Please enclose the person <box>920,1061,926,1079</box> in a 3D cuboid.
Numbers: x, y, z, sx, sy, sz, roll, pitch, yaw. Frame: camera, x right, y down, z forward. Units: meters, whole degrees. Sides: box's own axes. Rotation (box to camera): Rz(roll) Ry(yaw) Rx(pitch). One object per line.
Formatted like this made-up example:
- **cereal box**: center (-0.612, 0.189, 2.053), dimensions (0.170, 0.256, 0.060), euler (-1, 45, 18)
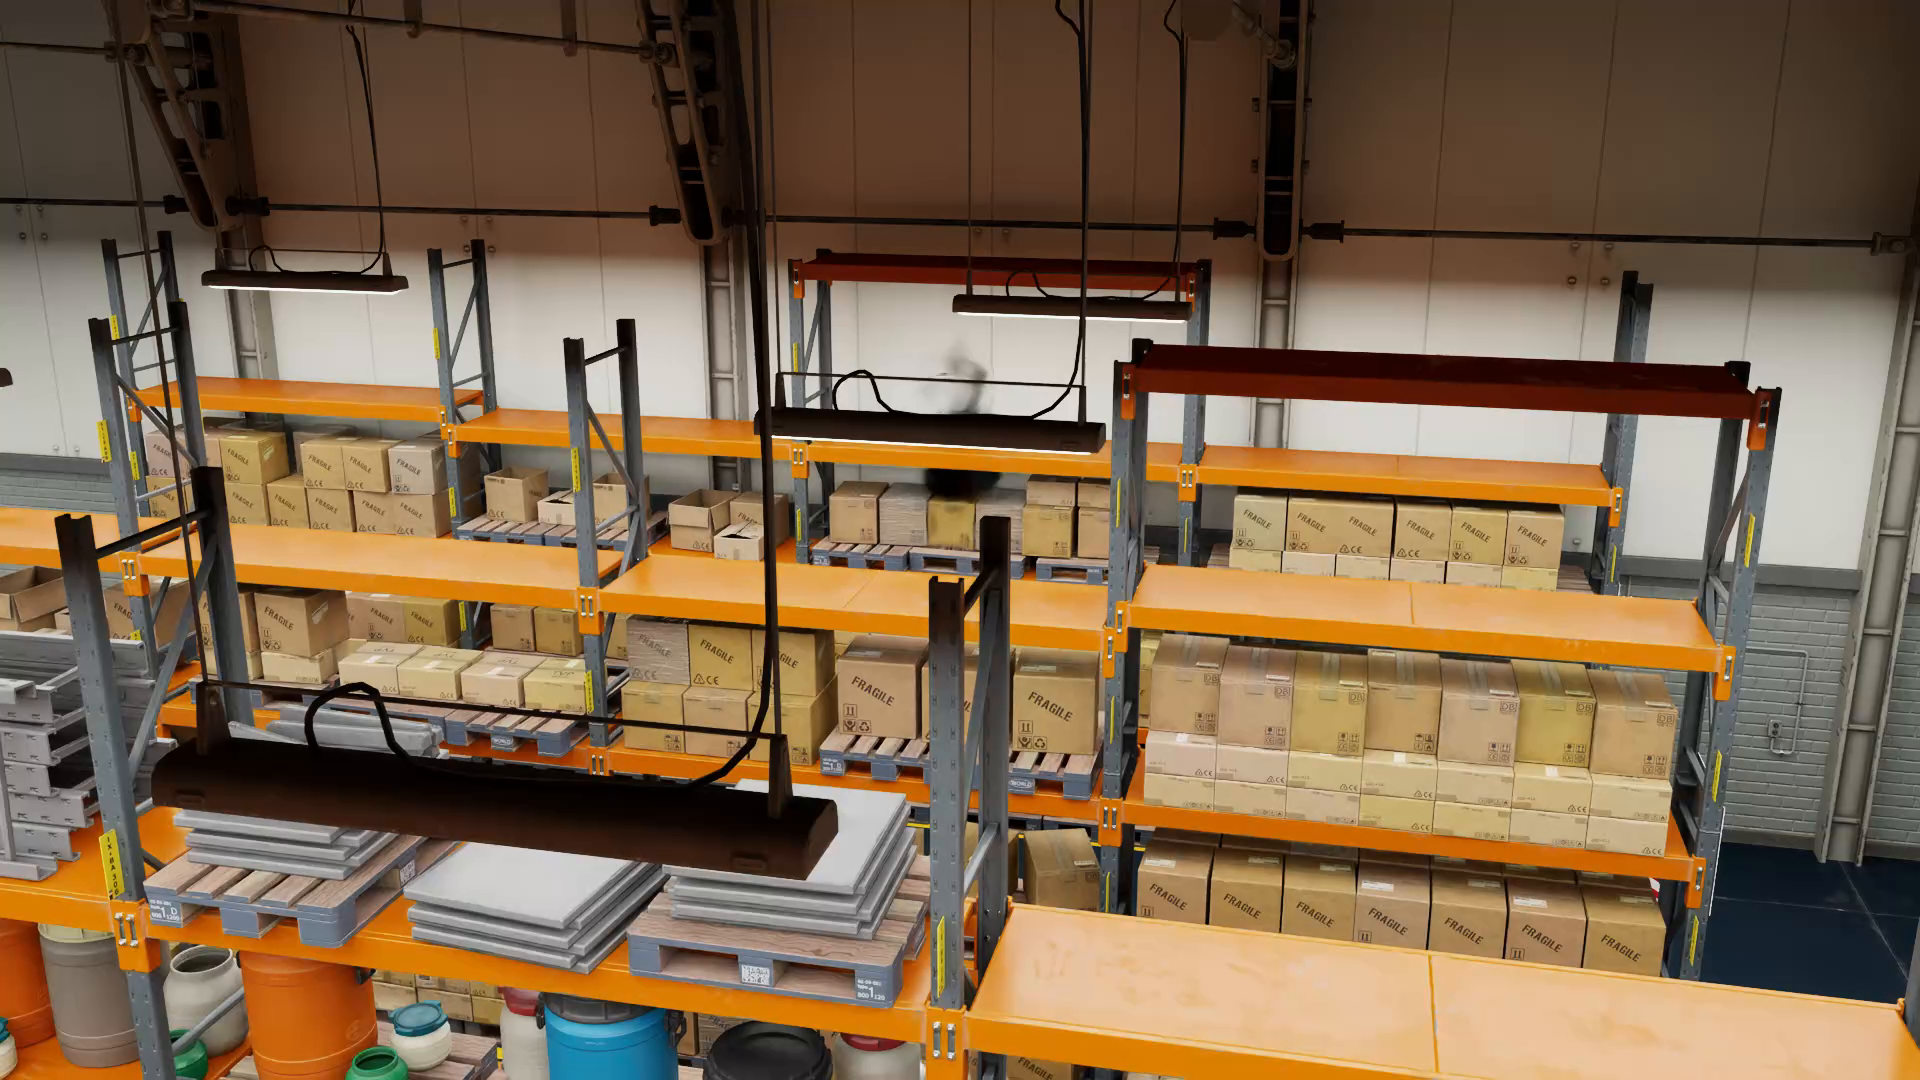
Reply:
- **person**: center (-0.353, 4.148, 11.185), dimensions (0.739, 1.734, 0.751), euler (3, 17, 9)
